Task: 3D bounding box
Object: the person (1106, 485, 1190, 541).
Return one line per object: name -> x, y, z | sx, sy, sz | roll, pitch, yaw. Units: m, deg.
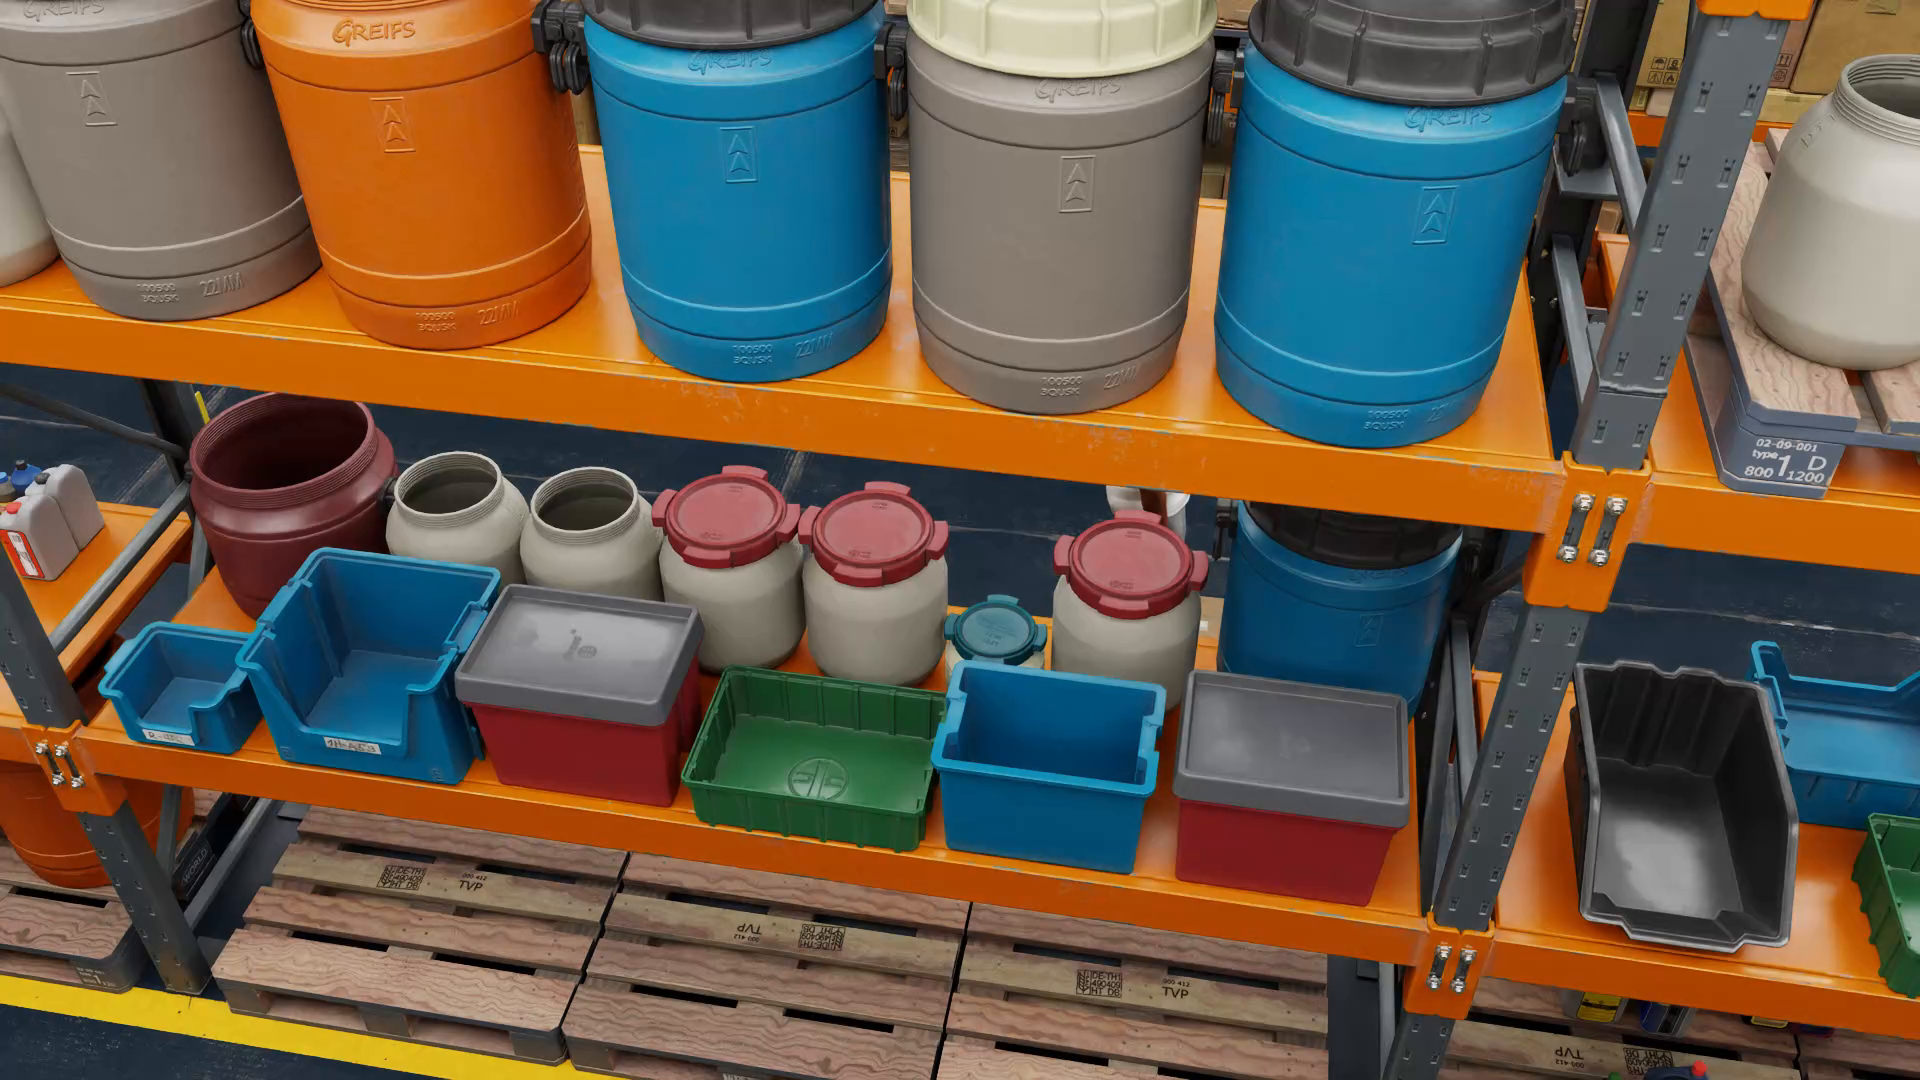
person -> 0.782, -0.187, 6.365 | 0.462, 1.759, 0.628 | 5, 41, 5
